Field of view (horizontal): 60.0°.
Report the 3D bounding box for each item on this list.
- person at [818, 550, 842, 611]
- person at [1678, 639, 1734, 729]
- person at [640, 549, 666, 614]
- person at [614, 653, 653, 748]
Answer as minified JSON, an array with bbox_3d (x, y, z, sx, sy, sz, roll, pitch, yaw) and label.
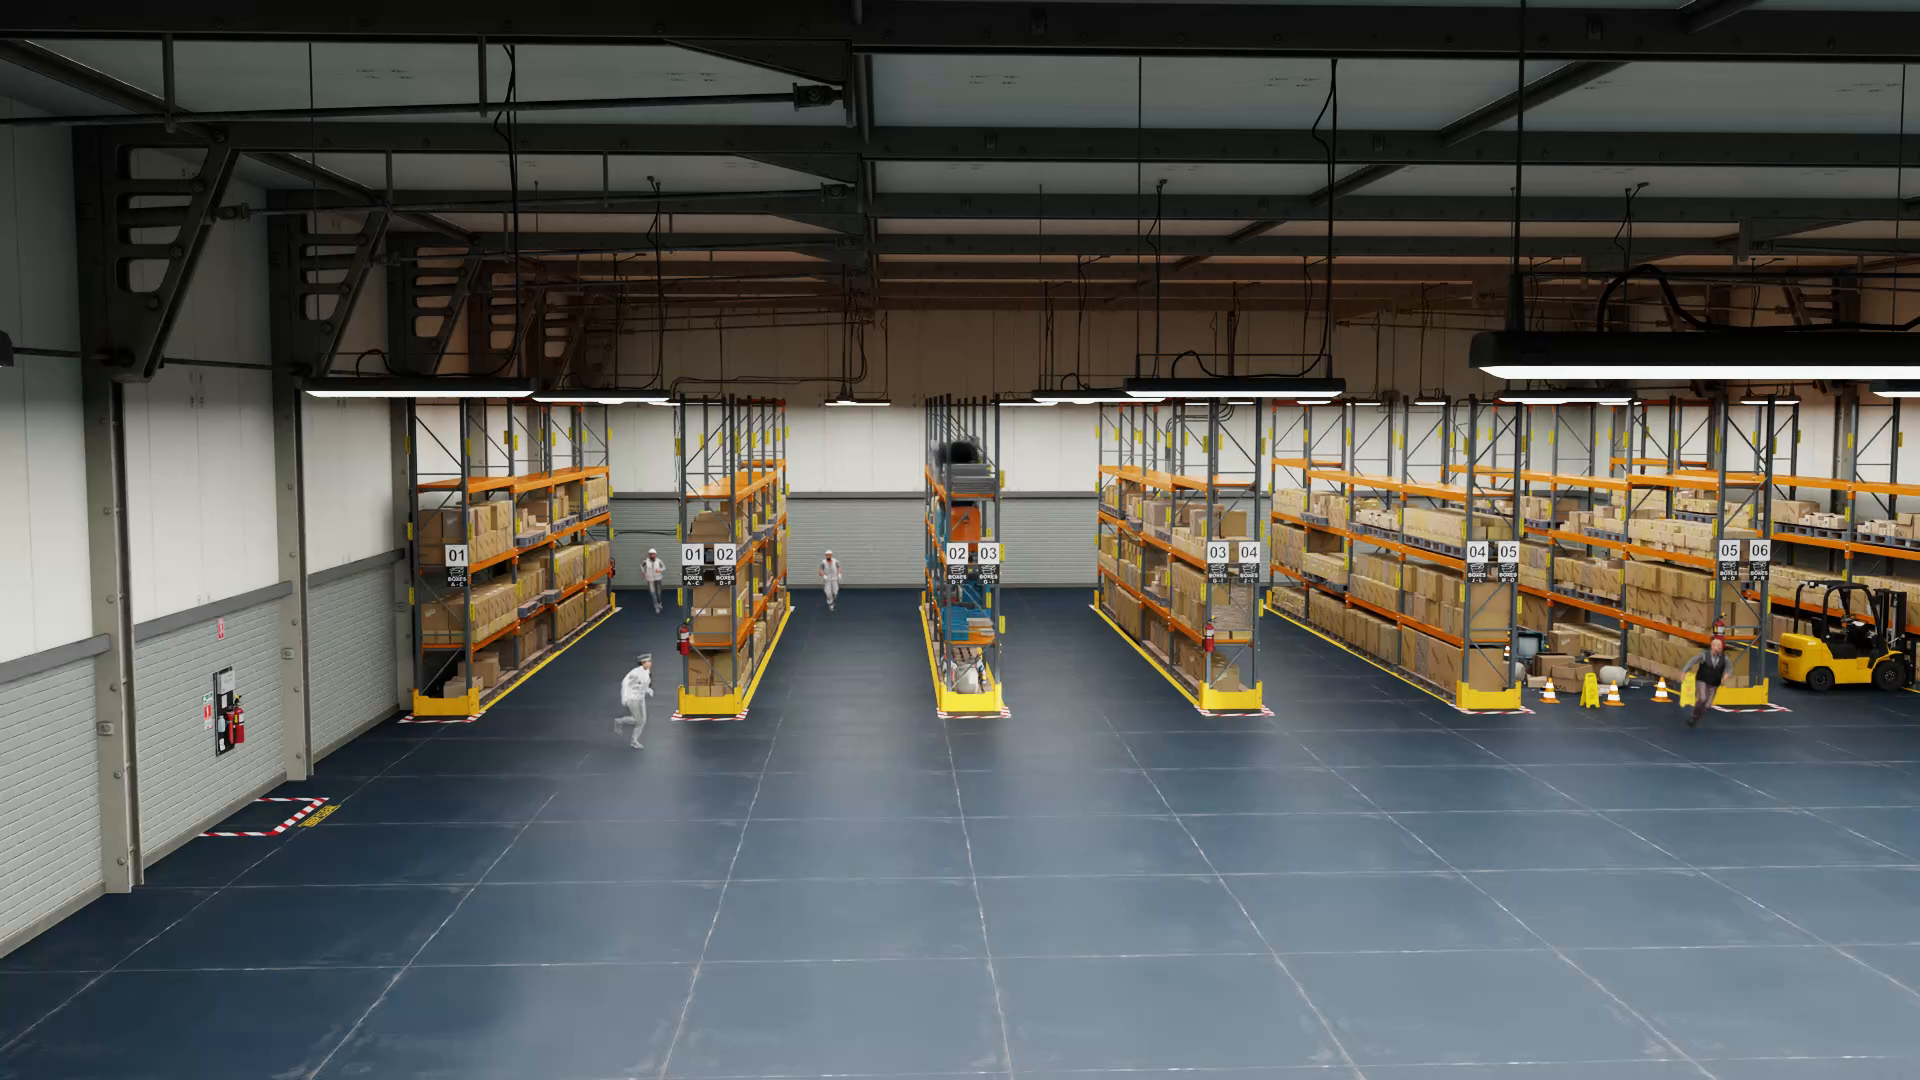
[{"bbox_3d":[-3.667,1.144,46.958,0.674,1.740,0.572,-1,5,-12],"label":"person"},{"bbox_3d":[13.378,2.581,29.709,0.835,1.634,0.673,0,5,-2],"label":"person"},{"bbox_3d":[-8.634,1.136,46.839,0.707,1.797,0.856,-1,5,-15],"label":"person"},{"bbox_3d":[-5.535,2.712,28.200,0.727,1.625,0.620,2,5,20],"label":"person"}]
